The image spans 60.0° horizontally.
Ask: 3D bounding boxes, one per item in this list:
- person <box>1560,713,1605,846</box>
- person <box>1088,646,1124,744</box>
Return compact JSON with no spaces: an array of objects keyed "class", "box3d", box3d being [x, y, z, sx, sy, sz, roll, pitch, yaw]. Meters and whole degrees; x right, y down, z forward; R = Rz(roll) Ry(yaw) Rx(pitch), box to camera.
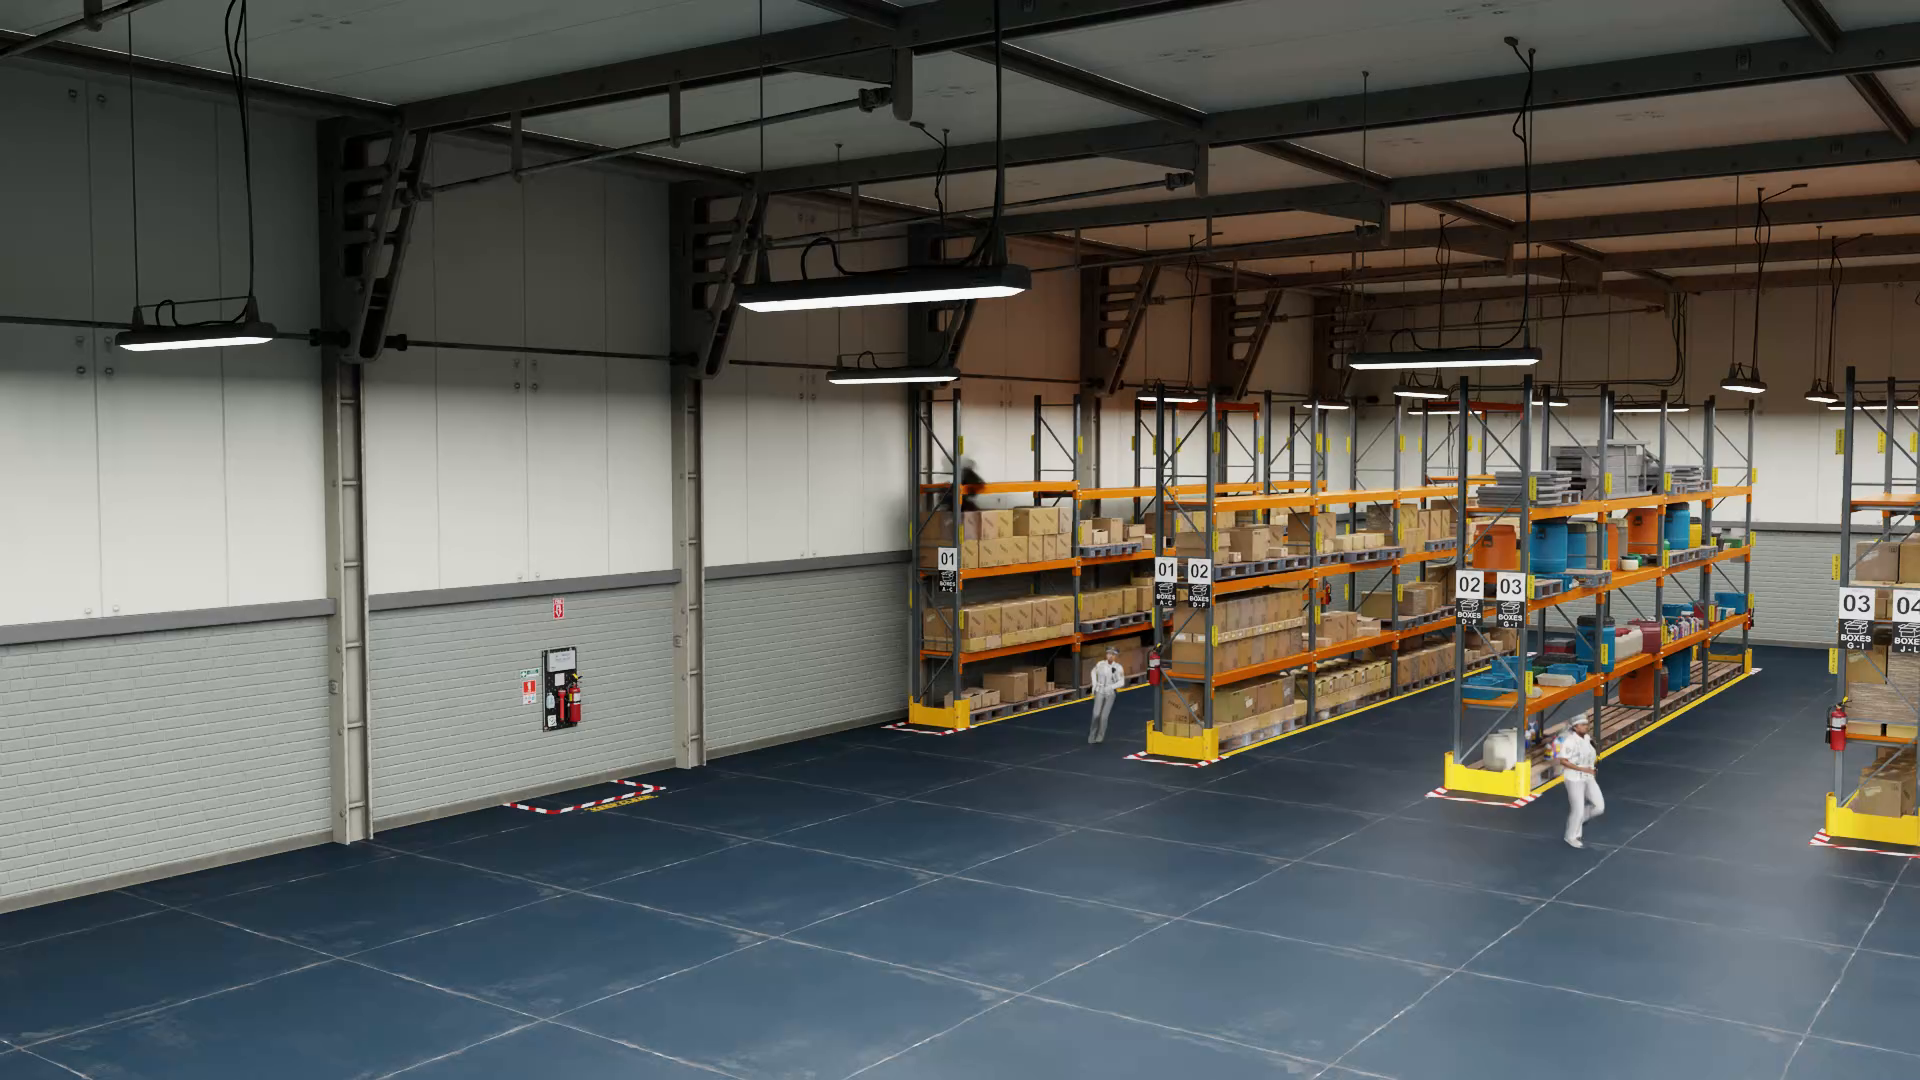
[{"class":"person","box3d":[7.760,2.990,20.688,0.624,1.667,0.530,-2,4,-27]},{"class":"person","box3d":[2.447,2.597,27.819,0.612,1.669,0.609,1,3,12]}]
